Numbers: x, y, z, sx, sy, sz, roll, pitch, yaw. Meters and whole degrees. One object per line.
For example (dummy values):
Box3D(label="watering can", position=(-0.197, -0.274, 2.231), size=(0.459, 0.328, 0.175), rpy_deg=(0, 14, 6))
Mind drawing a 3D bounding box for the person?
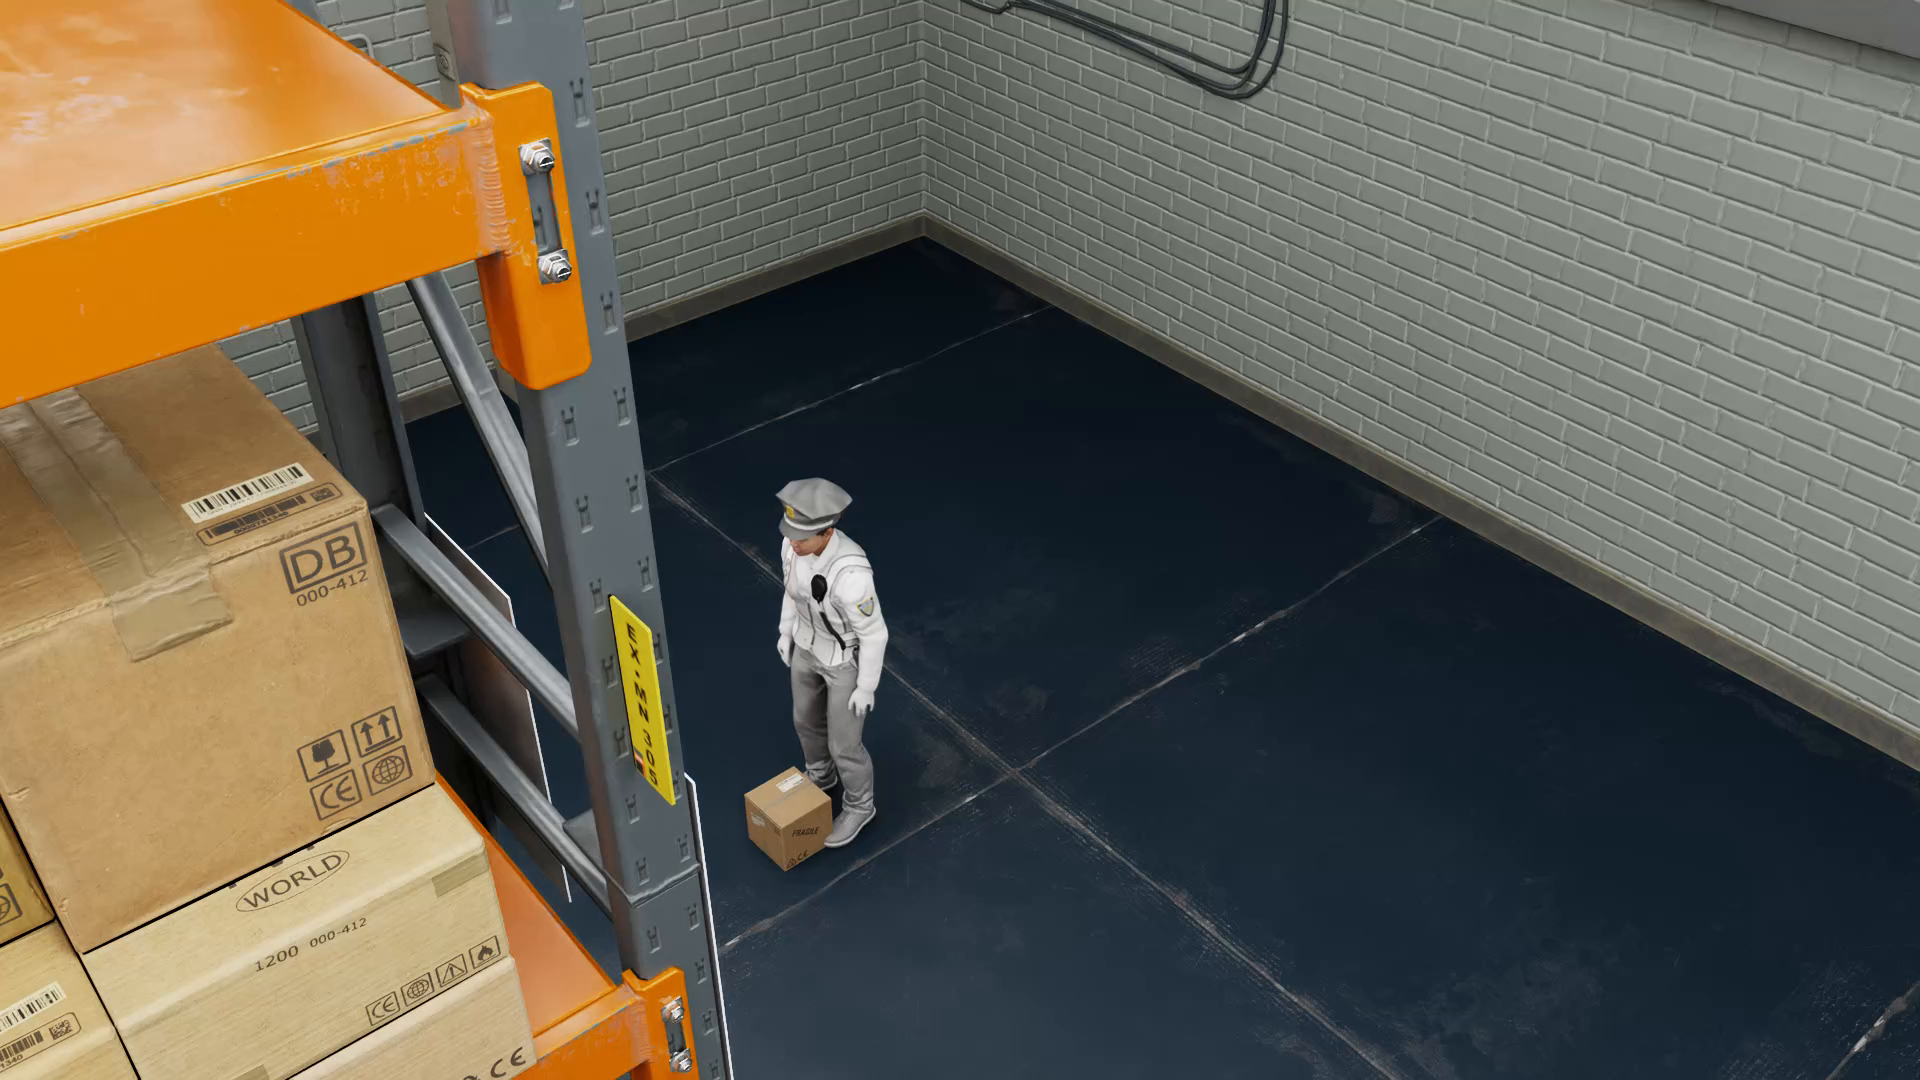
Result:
Box3D(label="person", position=(-0.505, 0.463, 6.438), size=(0.376, 1.663, 0.544), rpy_deg=(-29, 45, -34))
